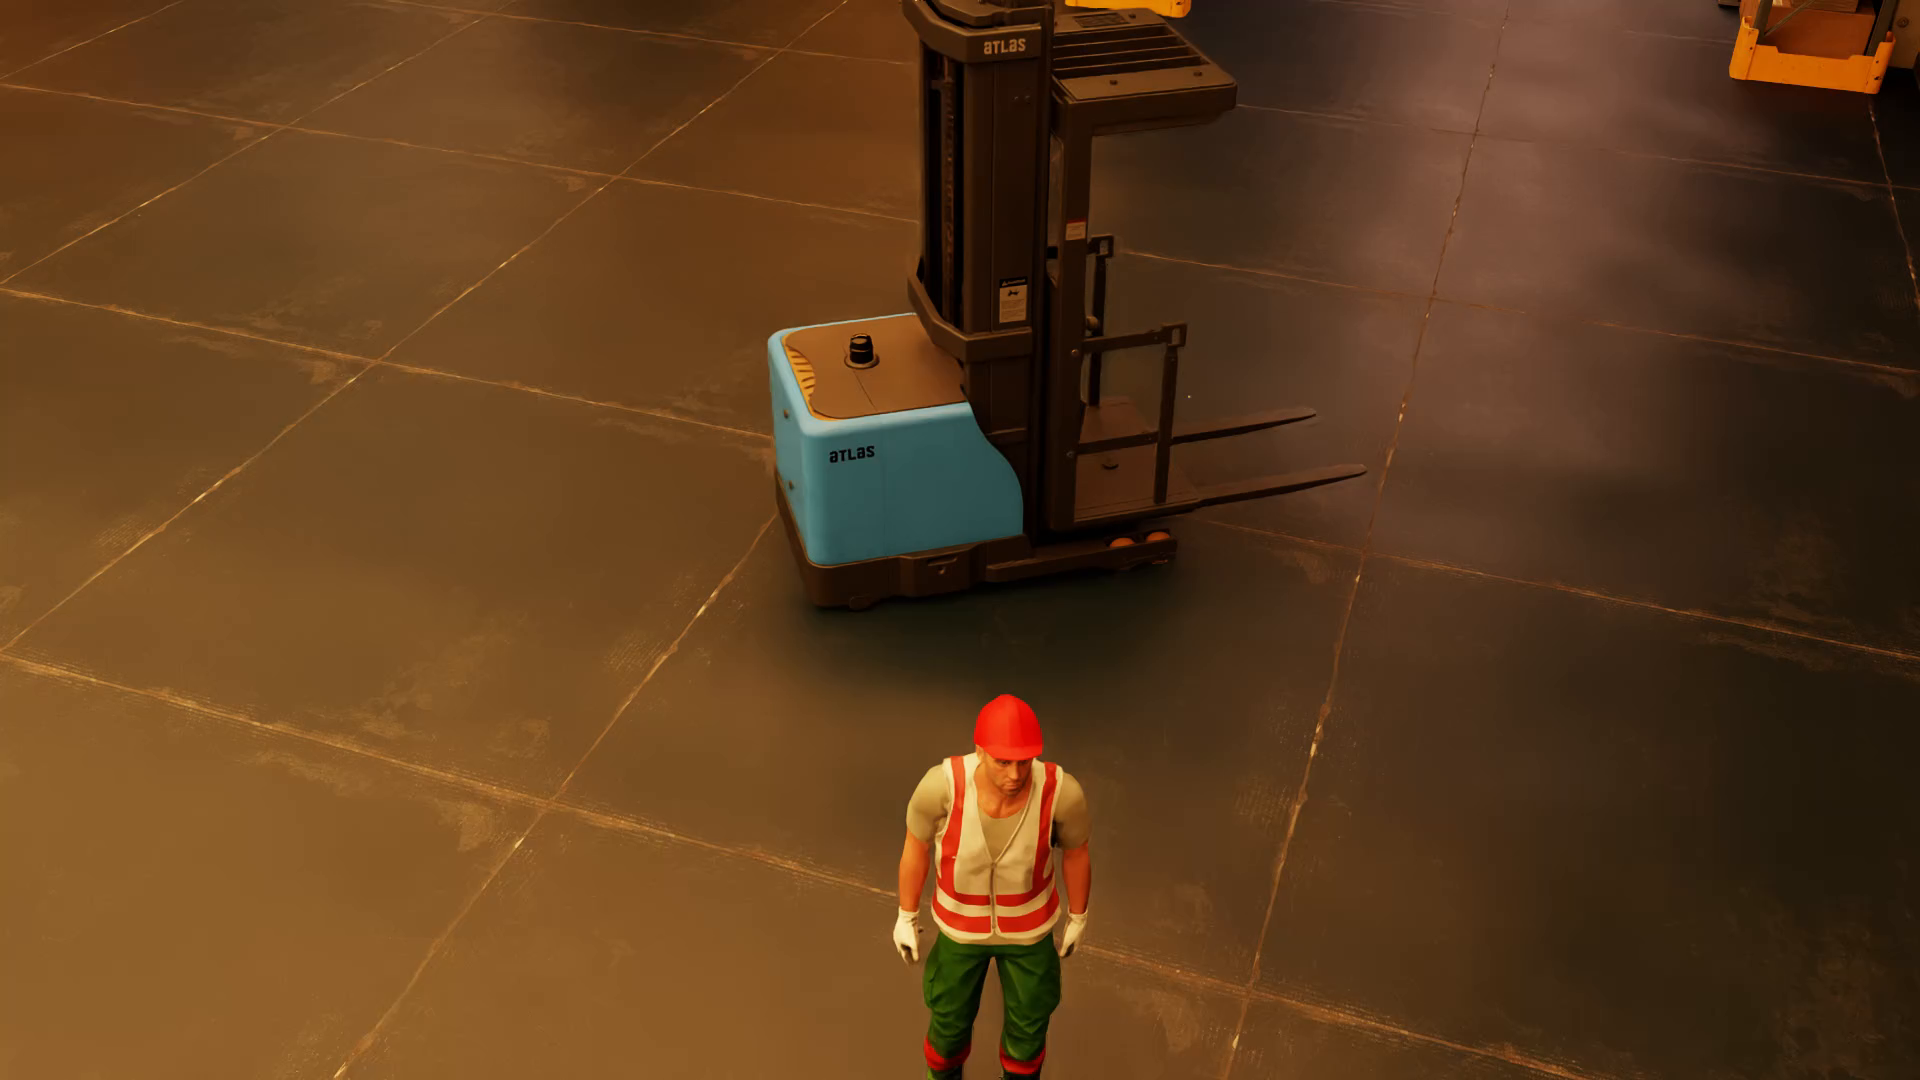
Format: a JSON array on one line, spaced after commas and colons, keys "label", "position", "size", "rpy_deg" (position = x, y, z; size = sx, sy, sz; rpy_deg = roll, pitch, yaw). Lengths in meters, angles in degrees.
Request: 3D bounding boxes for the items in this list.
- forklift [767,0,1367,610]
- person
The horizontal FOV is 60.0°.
[{"label": "forklift", "position": [0.604, -1.325, 7.980], "size": [3.031, 2.935, 1.130], "rpy_deg": [-9, 36, -13]}, {"label": "person", "position": [0.104, 1.265, 5.328], "size": [0.633, 1.803, 0.482], "rpy_deg": [0, 35, 0]}]
